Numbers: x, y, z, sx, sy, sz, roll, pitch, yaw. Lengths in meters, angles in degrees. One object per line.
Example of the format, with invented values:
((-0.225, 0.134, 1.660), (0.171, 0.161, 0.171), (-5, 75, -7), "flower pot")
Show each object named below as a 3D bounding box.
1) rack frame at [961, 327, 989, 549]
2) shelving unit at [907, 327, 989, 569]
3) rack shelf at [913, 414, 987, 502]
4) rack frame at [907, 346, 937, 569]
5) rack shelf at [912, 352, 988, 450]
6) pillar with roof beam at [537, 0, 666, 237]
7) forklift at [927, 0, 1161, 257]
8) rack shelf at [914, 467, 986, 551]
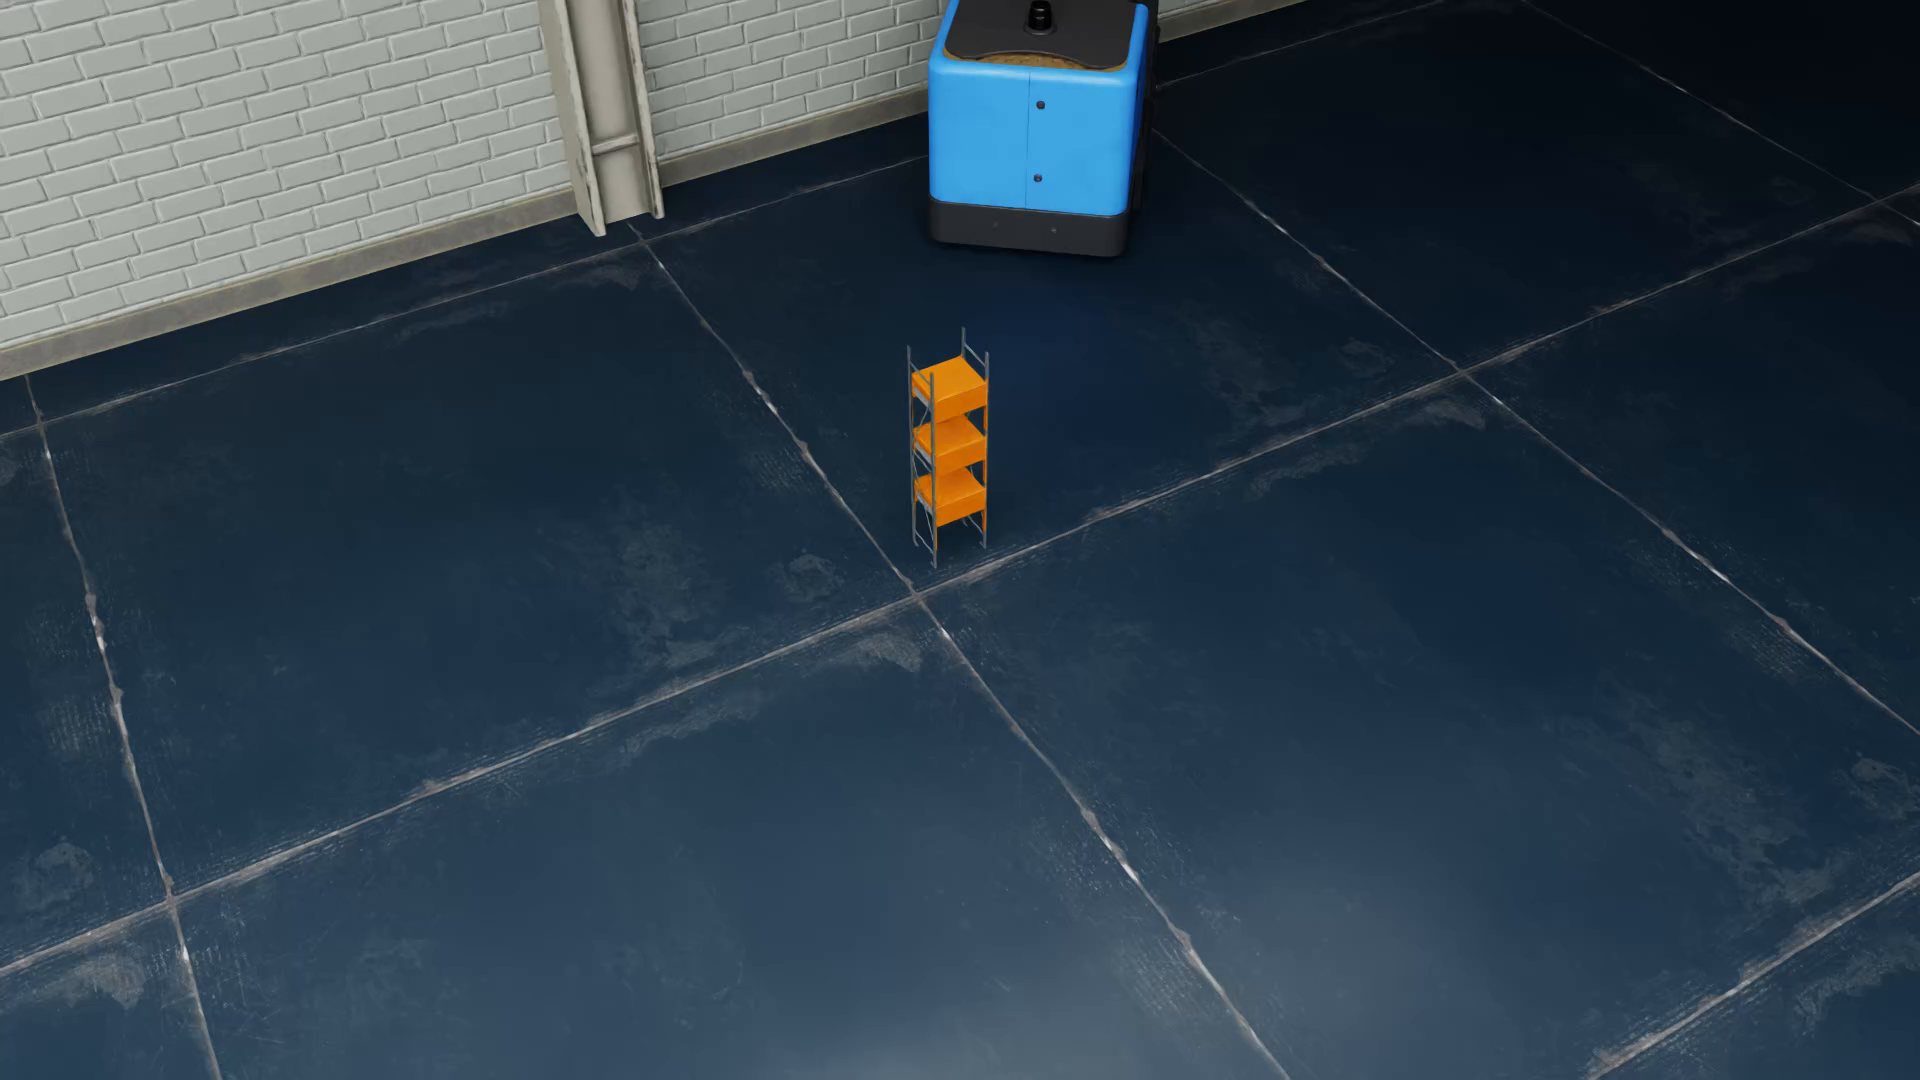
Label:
((0.059, -0.400, 6.838), (0.008, 1.050, 0.200), (-22, 48, -21), "rack frame")
((-0.046, -0.358, 6.795), (0.252, 1.050, 0.215), (-22, 48, -21), "shelving unit")
((-0.046, -0.351, 6.802), (0.240, 0.259, 0.215), (-22, 48, -21), "rack shelf")
((-0.152, -0.316, 6.751), (0.008, 1.050, 0.200), (-22, 48, -21), "rack frame")
((-0.046, -0.554, 6.604), (0.240, 0.259, 0.215), (-22, 48, -21), "rack shelf")
((0.308, -2.401, 3.192), (0.400, 9.000, 9.100), (-22, 48, -21), "pillar with roof beam")
((0.569, -3.549, 8.732), (1.130, 2.935, 3.031), (6, 44, 6), "forklift")
((-0.046, -0.151, 6.996), (0.240, 0.259, 0.215), (-22, 48, -21), "rack shelf")
